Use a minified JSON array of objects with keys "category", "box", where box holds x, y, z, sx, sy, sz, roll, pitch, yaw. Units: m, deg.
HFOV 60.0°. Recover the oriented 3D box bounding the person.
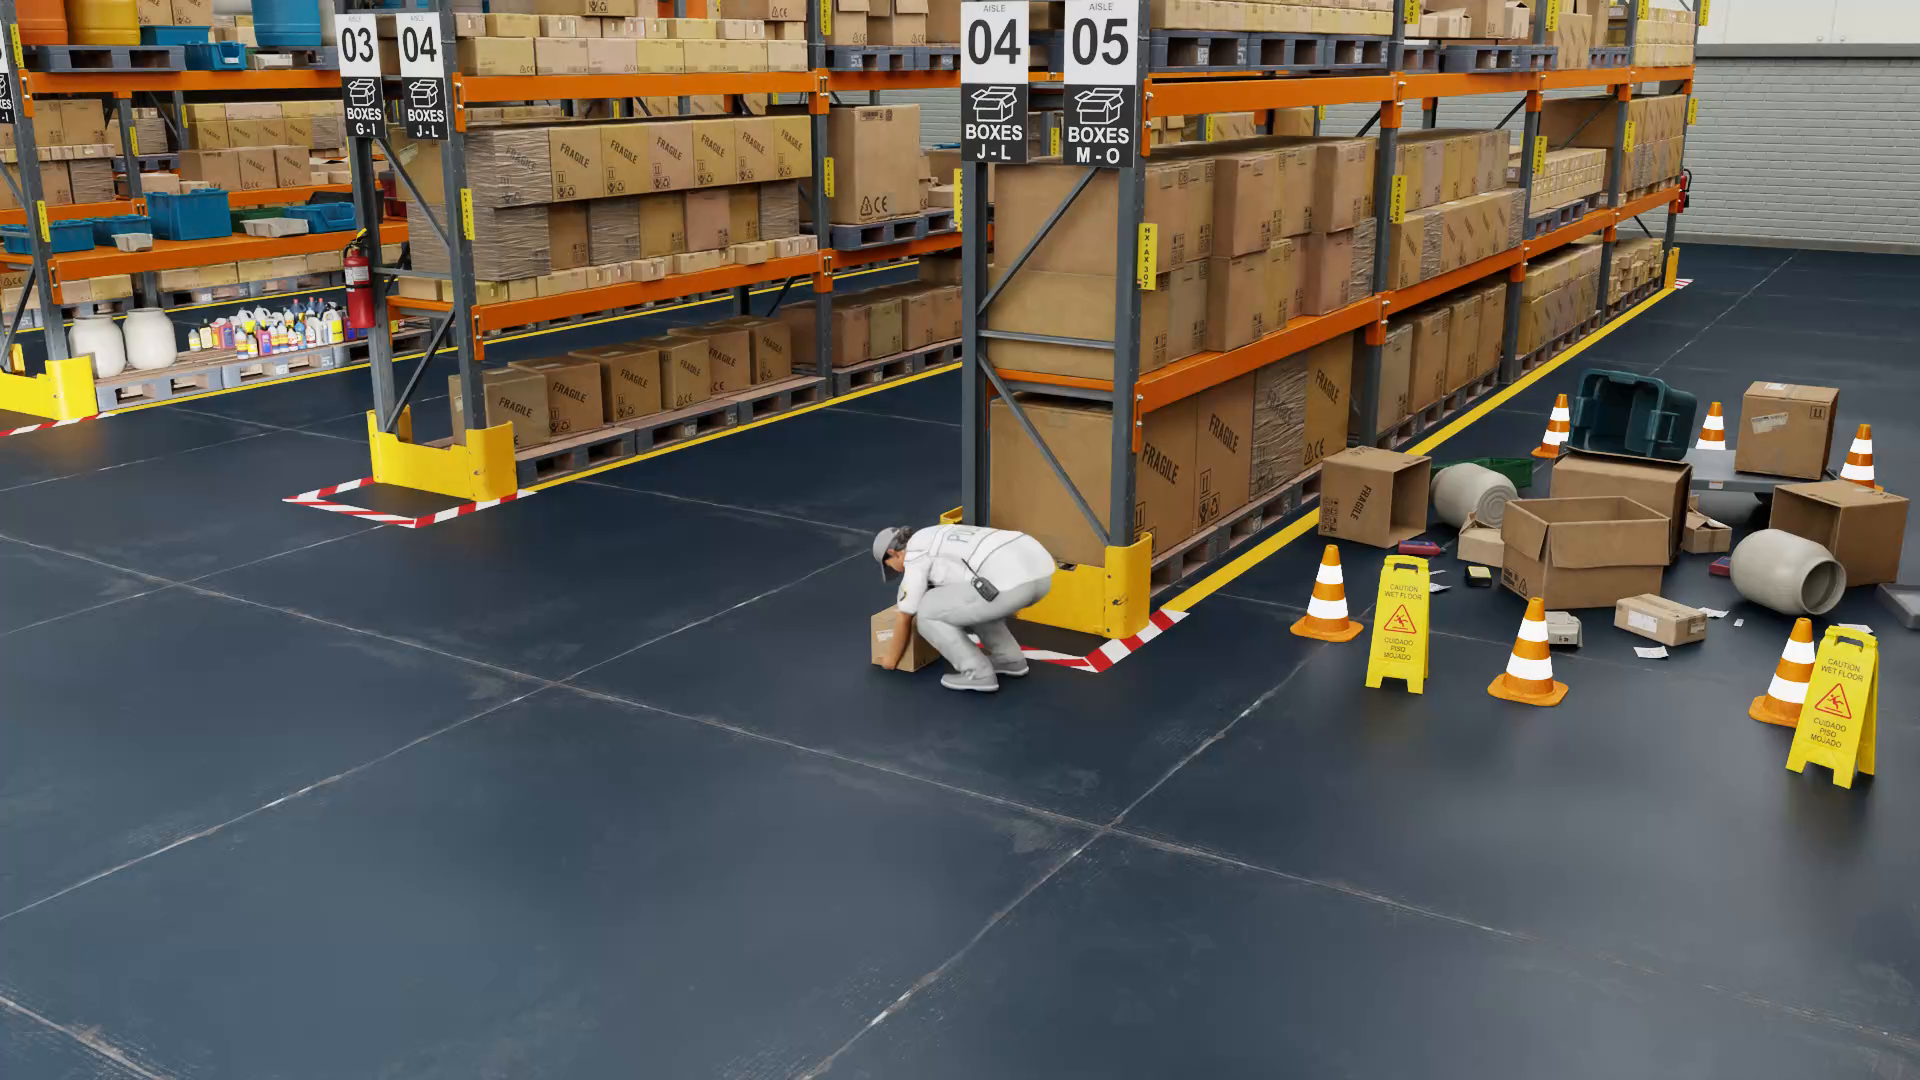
[{"category":"person","box":[-0.017,0.307,8.131,0.919,0.772,0.510,10,19,30]}]
